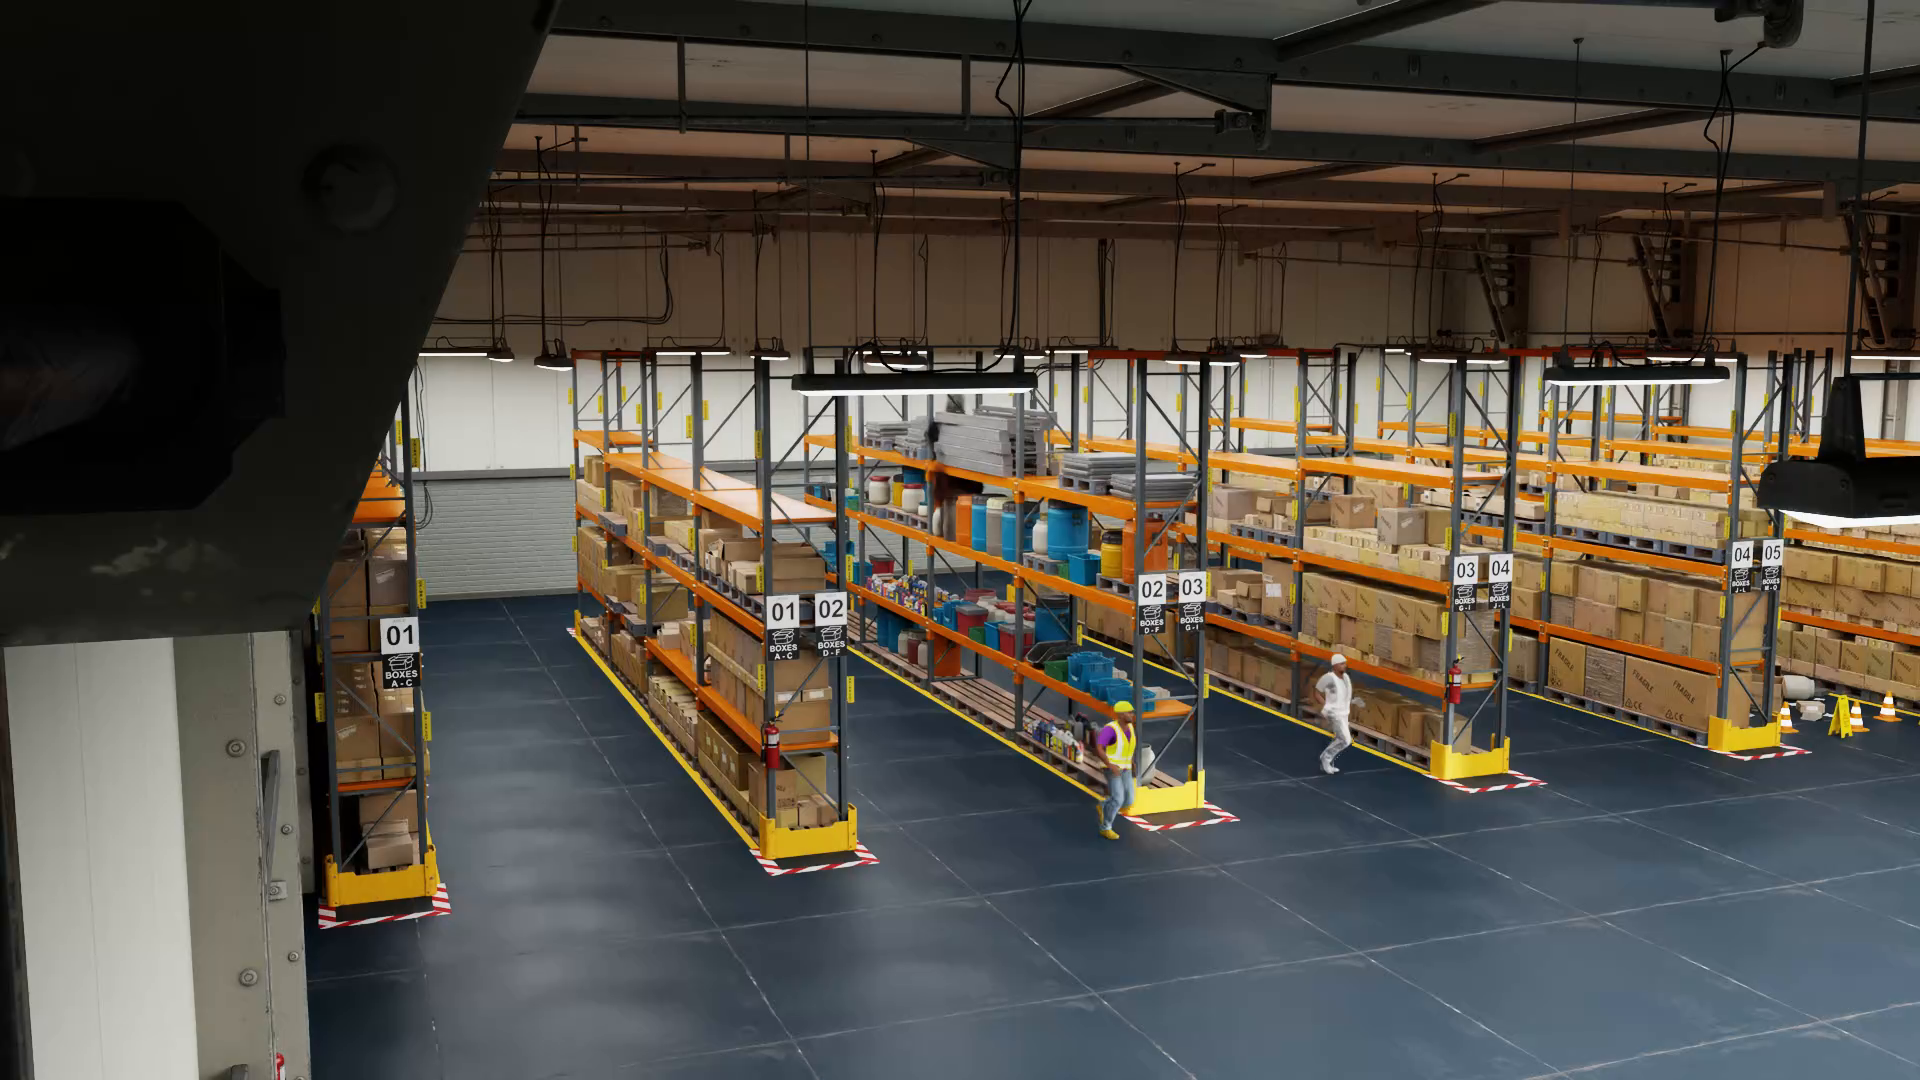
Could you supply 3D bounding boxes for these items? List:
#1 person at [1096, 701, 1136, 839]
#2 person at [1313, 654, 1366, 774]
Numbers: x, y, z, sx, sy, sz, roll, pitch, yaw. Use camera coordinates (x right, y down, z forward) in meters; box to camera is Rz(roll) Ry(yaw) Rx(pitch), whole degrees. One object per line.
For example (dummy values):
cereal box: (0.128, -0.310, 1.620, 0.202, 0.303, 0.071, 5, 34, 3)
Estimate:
person: (1.977, 2.879, 21.072, 0.552, 1.705, 0.748, 6, 10, 42)
person: (5.445, 2.496, 23.806, 0.615, 1.736, 0.654, 6, 9, 41)
